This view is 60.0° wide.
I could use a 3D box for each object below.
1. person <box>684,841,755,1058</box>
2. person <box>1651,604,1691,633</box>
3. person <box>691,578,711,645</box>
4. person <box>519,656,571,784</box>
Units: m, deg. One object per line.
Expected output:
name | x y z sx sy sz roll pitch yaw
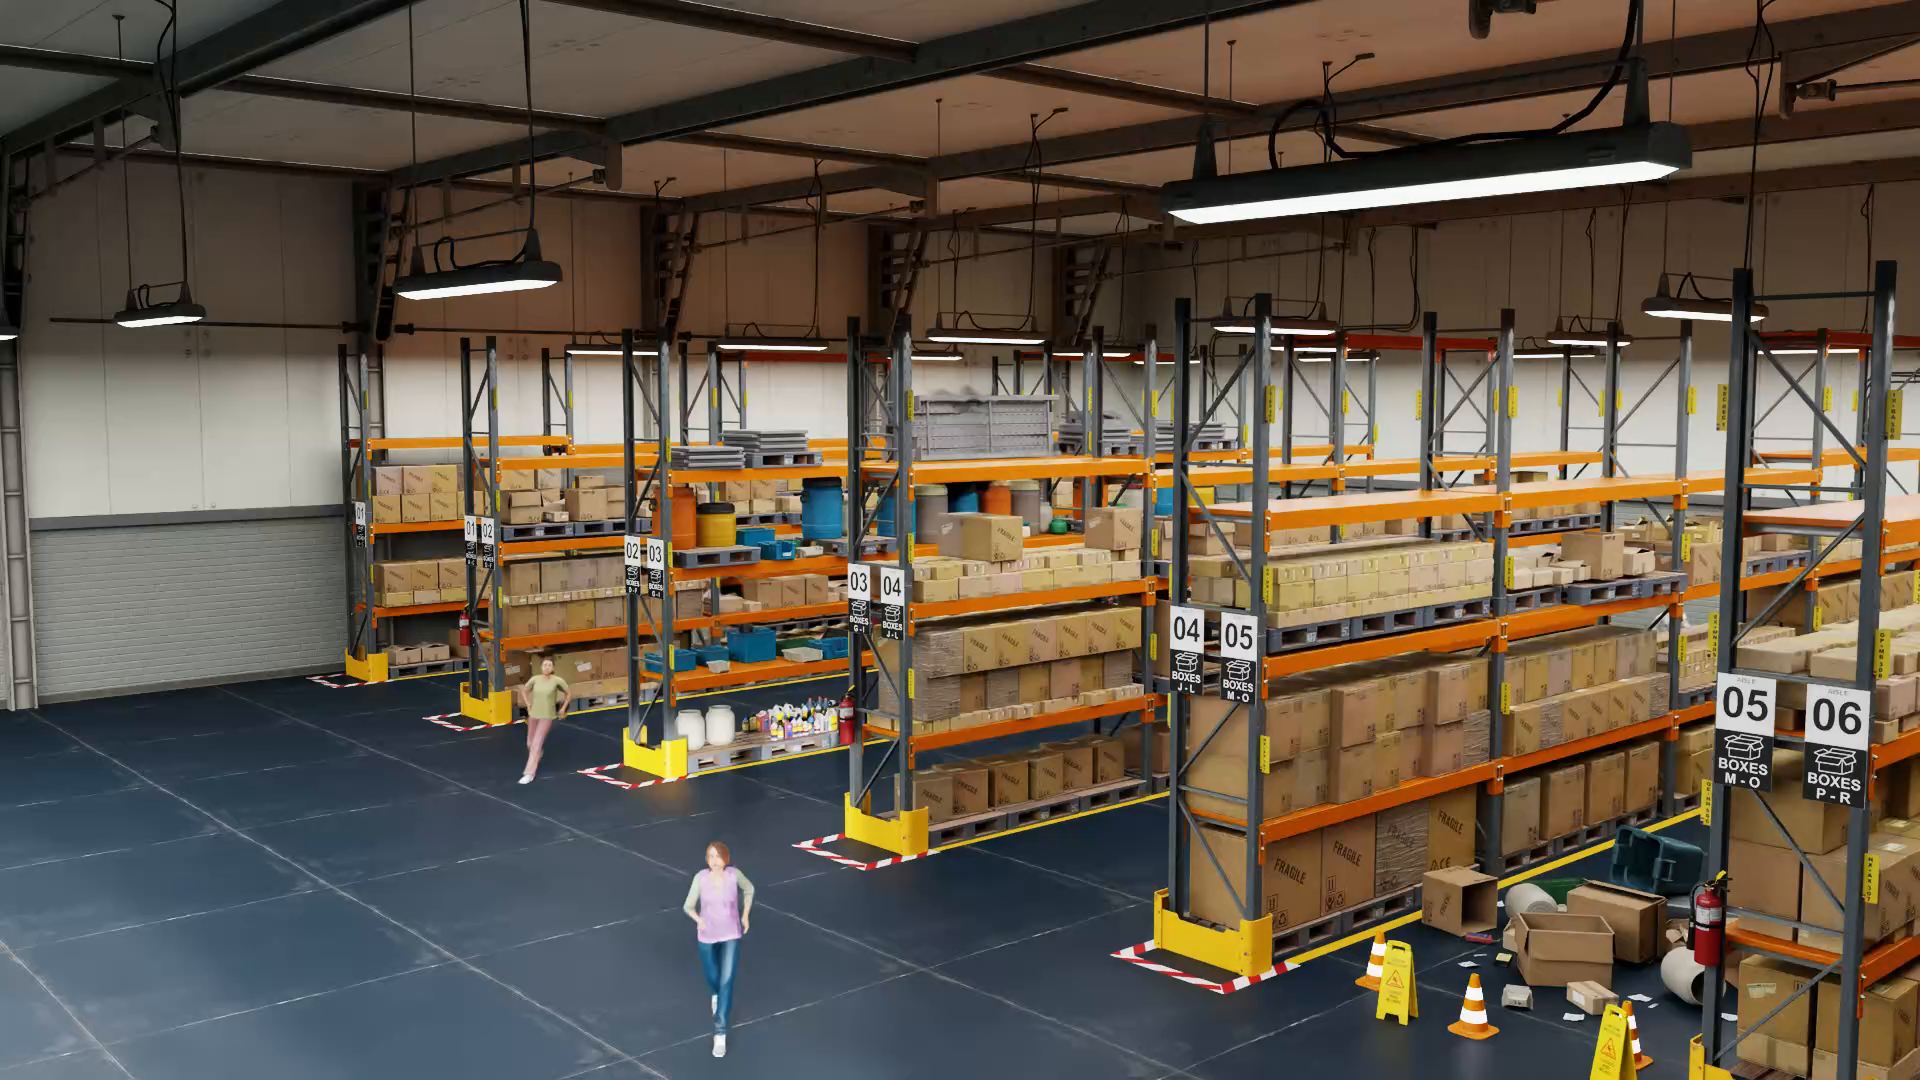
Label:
person | -1.920 3.183 13.258 0.551 1.599 0.876 0 5 -3
person | 12.201 1.790 28.471 0.620 1.685 0.628 0 5 1
person | -4.736 1.519 31.028 0.708 1.742 0.659 -5 7 -43
person | -5.529 2.357 22.116 0.634 1.627 0.931 0 5 3
